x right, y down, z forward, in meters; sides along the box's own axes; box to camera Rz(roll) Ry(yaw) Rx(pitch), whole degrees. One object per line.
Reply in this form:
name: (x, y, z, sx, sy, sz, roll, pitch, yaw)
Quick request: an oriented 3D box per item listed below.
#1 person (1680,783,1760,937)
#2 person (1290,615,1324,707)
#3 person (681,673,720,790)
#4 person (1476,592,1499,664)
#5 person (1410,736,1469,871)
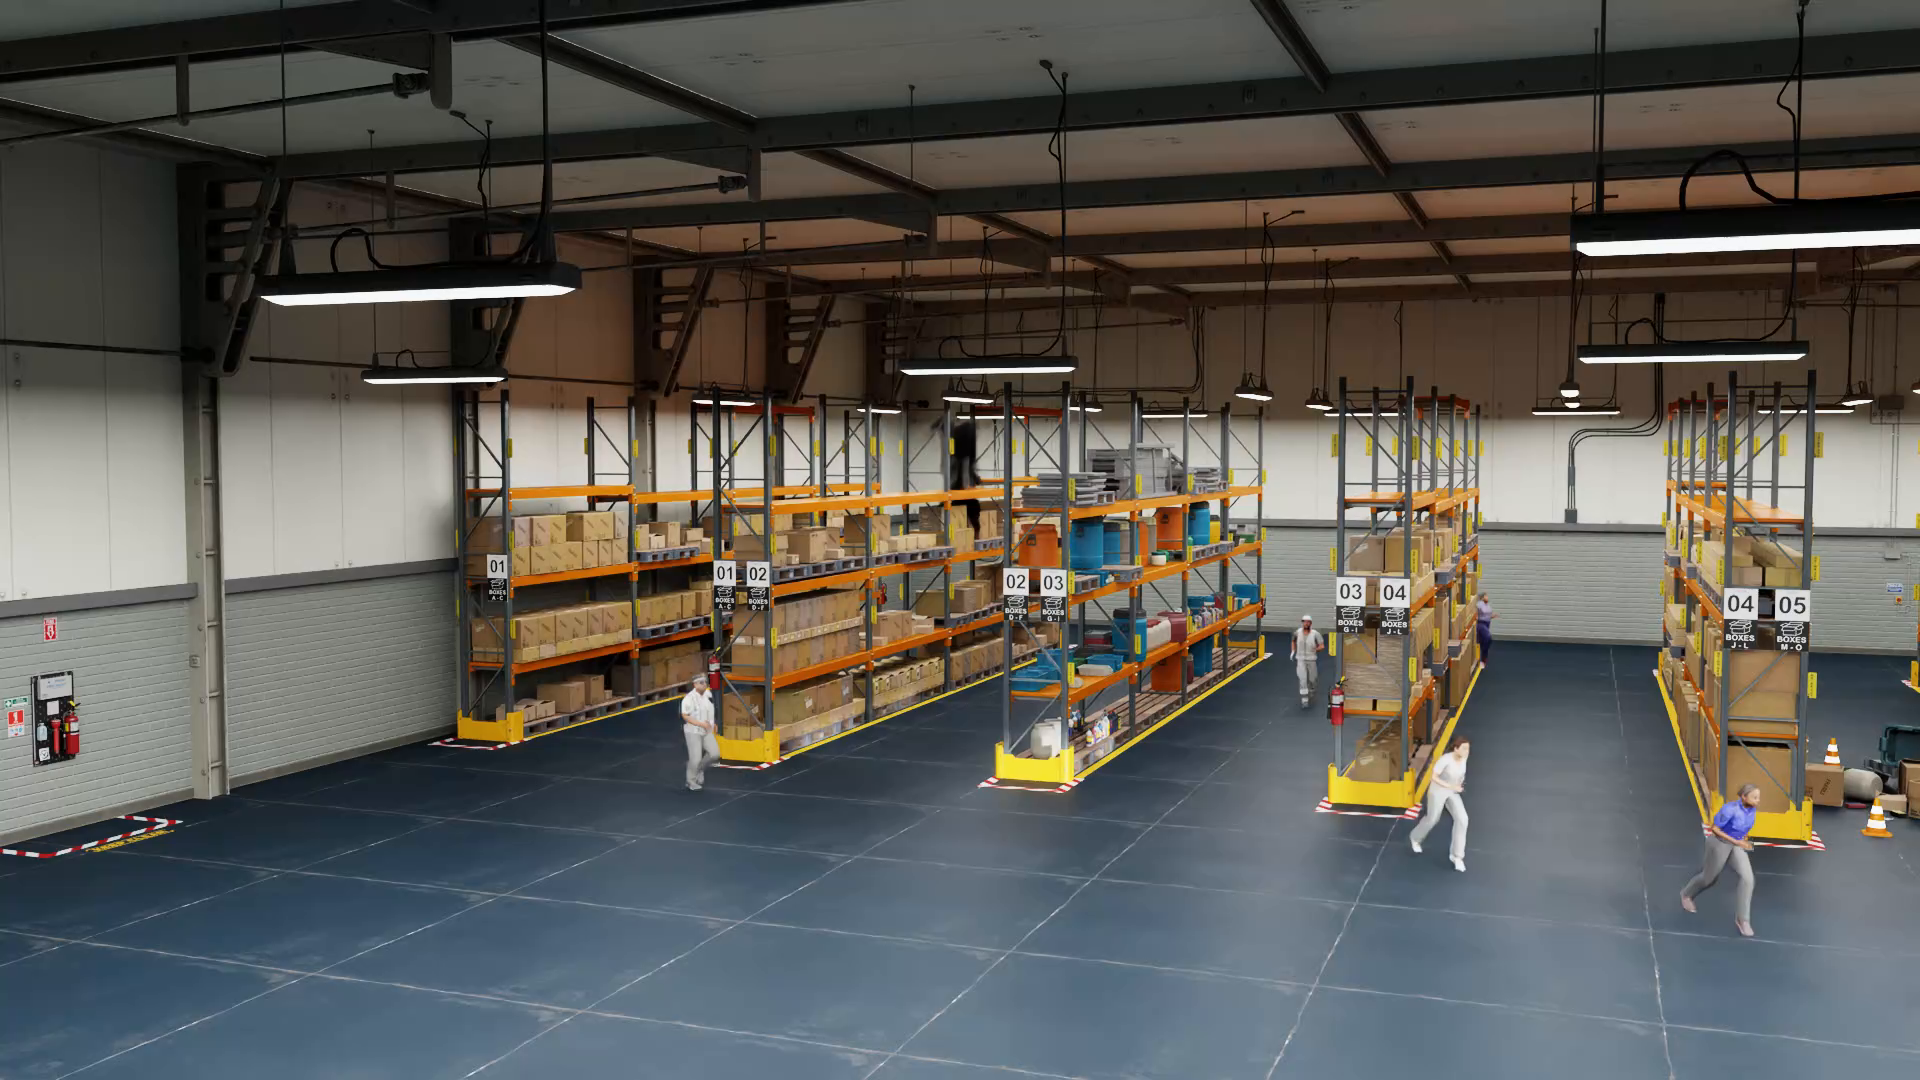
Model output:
person: (7.990, 3.281, 17.468, 0.617, 1.615, 0.967, -1, 3, -24)
person: (6.731, 2.335, 32.254, 0.660, 1.765, 0.873, 1, 3, 17)
person: (-3.770, 2.793, 24.322, 0.671, 1.729, 0.646, 3, 4, 43)
person: (12.241, 2.064, 38.962, 0.602, 1.672, 0.748, -3, 4, -43)
person: (5.797, 3.125, 20.119, 0.586, 1.622, 0.961, -2, 4, -28)
